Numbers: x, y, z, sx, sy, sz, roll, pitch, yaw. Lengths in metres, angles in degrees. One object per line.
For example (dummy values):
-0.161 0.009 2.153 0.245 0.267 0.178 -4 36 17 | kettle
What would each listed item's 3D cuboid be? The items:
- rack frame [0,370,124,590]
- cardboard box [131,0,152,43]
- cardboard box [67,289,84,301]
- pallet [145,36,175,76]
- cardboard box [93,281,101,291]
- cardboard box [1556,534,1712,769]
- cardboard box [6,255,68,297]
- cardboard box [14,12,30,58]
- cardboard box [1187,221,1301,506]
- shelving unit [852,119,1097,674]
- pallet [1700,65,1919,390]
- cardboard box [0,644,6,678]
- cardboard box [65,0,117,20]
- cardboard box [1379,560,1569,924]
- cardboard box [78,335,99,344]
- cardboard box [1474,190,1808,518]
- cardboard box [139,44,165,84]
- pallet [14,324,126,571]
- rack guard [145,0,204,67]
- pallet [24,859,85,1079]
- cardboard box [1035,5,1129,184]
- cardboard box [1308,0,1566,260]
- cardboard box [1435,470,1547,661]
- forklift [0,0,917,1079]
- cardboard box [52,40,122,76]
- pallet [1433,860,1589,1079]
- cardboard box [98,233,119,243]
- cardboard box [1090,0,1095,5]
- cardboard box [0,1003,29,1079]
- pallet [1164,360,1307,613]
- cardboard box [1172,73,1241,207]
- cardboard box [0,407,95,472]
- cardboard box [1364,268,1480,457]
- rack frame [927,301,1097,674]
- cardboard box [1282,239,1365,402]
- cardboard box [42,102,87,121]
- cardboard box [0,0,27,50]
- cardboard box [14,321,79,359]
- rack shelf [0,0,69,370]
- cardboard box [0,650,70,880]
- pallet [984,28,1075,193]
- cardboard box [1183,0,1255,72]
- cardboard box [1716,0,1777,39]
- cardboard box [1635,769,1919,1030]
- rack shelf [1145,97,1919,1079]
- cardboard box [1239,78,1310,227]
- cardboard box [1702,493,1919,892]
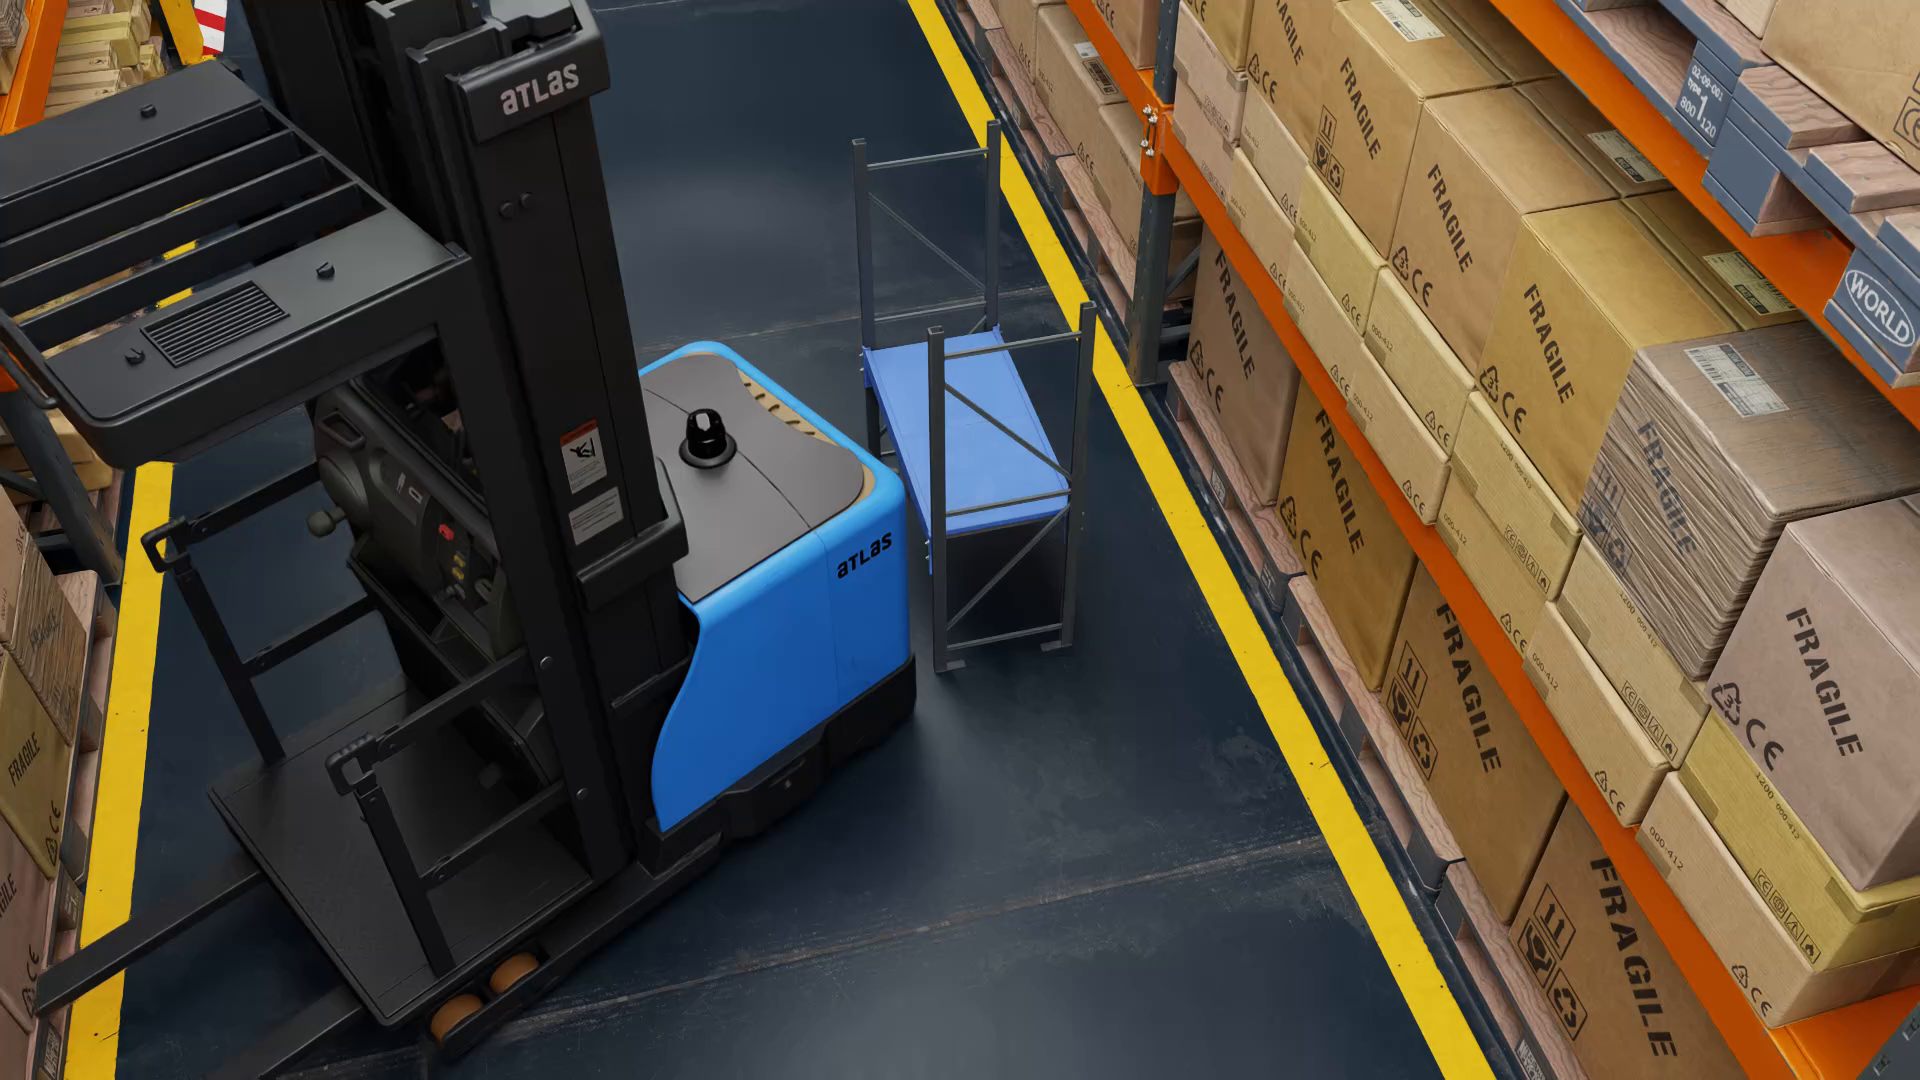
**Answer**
-3.567 -0.831 4.964 1.000 3.000 0.127 -11 47 -10 | rack frame
-4.180 -2.534 8.127 0.380 0.149 0.250 -12 47 -11 | cardboard box
-3.666 -0.900 6.526 0.380 0.149 0.250 -13 47 -12 | cardboard box
-4.398 -1.997 8.059 1.003 0.211 1.213 -11 47 -10 | pallet
-3.748 -0.982 6.814 0.380 0.149 0.250 -13 47 -12 | cardboard box
1.711 0.192 3.717 0.500 0.250 0.500 -12 47 -11 | cardboard box
-3.670 -1.007 6.422 0.380 0.149 0.250 -12 47 -11 | cardboard box
-3.708 -1.899 6.187 0.380 0.149 0.250 -9 46 -9 | cardboard box
1.428 -0.796 6.123 0.875 0.875 0.875 -9 46 -9 | cardboard box
0.022 -0.466 5.657 0.538 1.500 1.048 -11 47 -10 | shelving unit
2.000 -0.463 2.636 1.213 0.211 1.003 -9 46 -8 | pallet
-3.014 0.460 4.631 0.500 0.250 0.500 -9 46 -8 | cardboard box
-4.202 -2.447 7.833 0.380 0.149 0.250 -10 46 -10 | cardboard box
1.895 0.444 4.909 0.875 0.875 0.875 -10 46 -10 | cardboard box
-3.532 -0.636 6.475 0.380 0.149 0.250 -11 47 -11 | cardboard box
1.571 -0.435 3.806 0.500 0.500 0.500 -11 47 -10 | cardboard box
-4.091 -2.258 8.064 0.380 0.149 0.250 -9 46 -9 | cardboard box
-3.773 -0.312 6.408 1.003 0.211 1.213 -11 47 -10 | pallet
-4.572 -2.665 8.512 1.175 0.500 0.348 -11 47 -10 | rack guard
-3.051 1.526 4.607 1.003 0.211 1.213 -11 47 -10 | pallet
0.905 -2.127 7.734 0.875 0.438 0.875 -12 47 -11 | cardboard box
1.310 -1.142 4.499 0.500 0.500 0.500 -12 47 -11 | cardboard box
1.576 0.006 4.249 0.500 0.250 0.500 -11 47 -11 | cardboard box
-1.567 0.022 4.176 3.031 2.935 1.130 -34 54 -29 | forklift
-4.008 -2.101 7.494 0.380 0.149 0.250 -12 47 -12 | cardboard box
2.087 1.374 4.756 1.003 0.211 1.213 -11 47 -10 | pallet
-3.717 -1.280 6.898 0.380 0.149 0.250 -11 47 -11 | cardboard box
0.689 -2.469 6.499 0.500 0.500 0.500 -12 47 -11 | cardboard box
-2.746 1.423 4.211 0.500 0.500 0.500 -12 47 -11 | cardboard box
1.462 -0.311 6.407 1.003 0.211 1.213 -11 47 -10 | pallet
1.049 -1.401 5.628 0.500 0.250 0.500 -12 47 -11 | cardboard box
-3.351 -0.393 6.029 0.380 0.149 0.250 -9 46 -8 | cardboard box
1.427 -0.516 4.411 0.500 0.250 0.500 -12 47 -12 | cardboard box
0.152 -0.115 5.313 0.500 1.500 0.032 -11 47 -10 | rack frame
1.299 -0.688 4.929 0.500 0.250 0.500 -11 47 -11 | cardboard box
-3.925 -1.724 7.124 0.380 0.149 0.250 -12 47 -12 | cardboard box
-3.678 -2.053 5.883 0.500 0.500 0.500 -12 47 -11 | cardboard box
-3.468 -0.665 6.087 0.380 0.149 0.250 -9 46 -8 | cardboard box
-4.079 -1.960 6.575 1.077 0.370 4.000 -11 47 -10 | rack shelf
-3.003 0.716 4.904 0.500 0.500 0.500 -12 47 -11 | cardboard box
0.757 -2.213 8.271 1.003 0.211 1.213 -11 47 -10 | pallet
1.027 -1.835 5.178 0.500 0.500 0.500 -10 46 -10 | cardboard box
1.525 -1.081 2.909 0.396 0.266 0.258 -12 47 -11 | cardboard box
1.835 0.706 3.562 0.500 0.250 0.500 -12 47 -12 | cardboard box
1.704 -0.173 4.823 1.077 0.370 4.000 -11 47 -10 | rack shelf
1.193 -1.218 5.099 0.500 0.250 0.500 -10 46 -10 | cardboard box
1.831 0.261 3.123 0.500 0.500 0.500 -12 47 -11 | cardboard box
